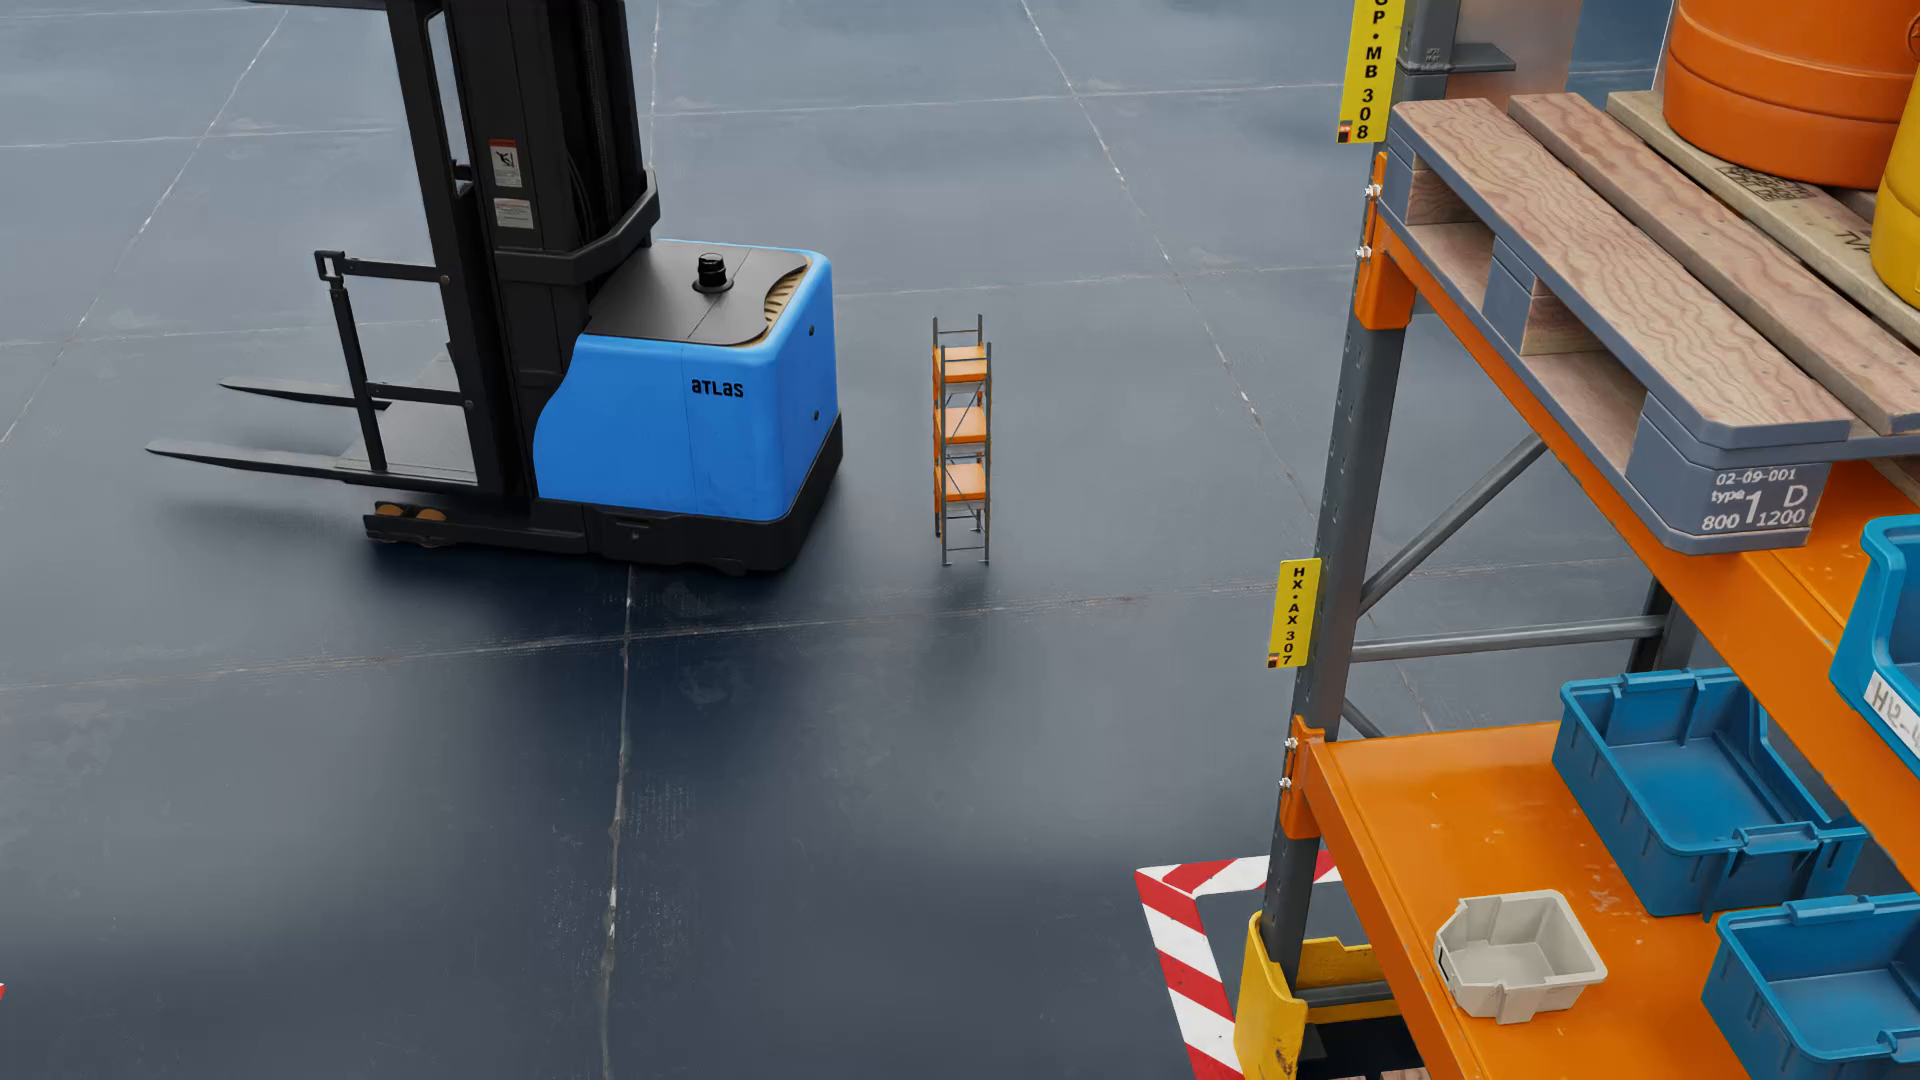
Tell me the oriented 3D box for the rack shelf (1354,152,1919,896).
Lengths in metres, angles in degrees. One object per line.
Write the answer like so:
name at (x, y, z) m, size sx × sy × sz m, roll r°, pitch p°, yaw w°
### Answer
rack shelf at (1.632, 0.431, 1.929) m, size 1.077 × 0.370 × 4.000 m, roll -4°, pitch 35°, yaw -6°

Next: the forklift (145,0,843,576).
forklift at (-2.109, -1.461, 6.792) m, size 3.031 × 2.935 × 1.130 m, roll 6°, pitch 35°, yaw 9°

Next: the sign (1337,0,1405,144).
sign at (0.818, -0.946, 3.304) m, size 0.100 × 0.325 × 0.005 m, roll -4°, pitch 35°, yaw -6°

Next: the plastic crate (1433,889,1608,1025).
plastic crate at (1.165, 0.890, 3.514) m, size 0.298 × 0.136 × 0.250 m, roll -4°, pitch 35°, yaw -6°

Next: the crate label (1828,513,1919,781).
crate label at (1.288, 0.149, 1.836) m, size 0.502 × 0.251 × 0.408 m, roll -4°, pitch 35°, yaw -6°

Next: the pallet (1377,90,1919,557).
pallet at (1.378, -0.435, 2.729) m, size 1.003 × 0.211 × 1.213 m, roll -4°, pitch 35°, yaw -6°

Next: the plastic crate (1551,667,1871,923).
plastic crate at (1.727, 0.576, 3.874) m, size 0.499 × 0.251 × 0.616 m, roll -4°, pitch 35°, yaw -6°

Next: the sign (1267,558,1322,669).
sign at (0.818, 0.182, 4.073) m, size 0.100 × 0.325 × 0.005 m, roll -4°, pitch 35°, yaw -6°

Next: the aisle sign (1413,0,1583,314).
aisle sign at (1.063, -0.835, 3.503) m, size 0.394 × 0.787 × 0.004 m, roll -4°, pitch 35°, yaw -6°

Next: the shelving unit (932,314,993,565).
shelving unit at (0.007, -0.404, 6.911) m, size 0.215 × 1.050 × 0.252 m, roll -4°, pitch 35°, yaw -6°

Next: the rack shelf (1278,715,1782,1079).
rack shelf at (1.632, 1.671, 2.773) m, size 1.077 × 0.370 × 4.000 m, roll -4°, pitch 35°, yaw -6°

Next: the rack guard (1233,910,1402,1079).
rack guard at (1.420, 1.329, 4.855) m, size 1.175 × 0.500 × 0.348 m, roll -4°, pitch 35°, yaw -6°

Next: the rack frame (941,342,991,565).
rack frame at (0.024, -0.336, 6.811) m, size 0.200 × 1.050 × 0.008 m, roll -4°, pitch 35°, yaw -6°

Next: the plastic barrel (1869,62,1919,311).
plastic barrel at (1.642, -0.607, 2.273) m, size 0.600 × 0.588 × 0.600 m, roll 0°, pitch 34°, yaw 0°

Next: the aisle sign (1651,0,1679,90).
aisle sign at (1.648, -0.879, 3.568) m, size 0.394 × 0.787 × 0.004 m, roll -4°, pitch 35°, yaw -6°

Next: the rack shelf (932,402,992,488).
rack shelf at (0.007, -0.395, 6.916) m, size 0.215 × 0.259 × 0.240 m, roll -4°, pitch 35°, yaw -6°

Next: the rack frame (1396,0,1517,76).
rack frame at (1.363, -2.222, 2.519) m, size 1.000 × 3.000 × 0.127 m, roll -4°, pitch 35°, yaw -6°

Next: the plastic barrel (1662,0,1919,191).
plastic barrel at (1.555, -1.071, 2.741) m, size 0.600 × 0.830 × 0.708 m, roll -4°, pitch 35°, yaw -6°

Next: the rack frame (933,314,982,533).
rack frame at (-0.009, -0.472, 7.010) m, size 0.200 × 1.050 × 0.008 m, roll -4°, pitch 35°, yaw -6°

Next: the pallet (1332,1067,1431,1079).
pallet at (1.524, 1.902, 4.271) m, size 1.003 × 0.211 × 1.213 m, roll -4°, pitch 35°, yaw -6°

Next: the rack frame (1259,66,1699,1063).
rack frame at (1.363, 0.258, 4.209) m, size 1.000 × 3.000 × 0.127 m, roll -4°, pitch 35°, yaw -6°

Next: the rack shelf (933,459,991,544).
rack shelf at (0.007, -0.166, 7.073) m, size 0.215 × 0.259 × 0.240 m, roll -4°, pitch 35°, yaw -6°

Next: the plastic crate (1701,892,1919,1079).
plastic crate at (1.809, 0.938, 3.341) m, size 0.499 × 0.251 × 0.408 m, roll -4°, pitch 35°, yaw -6°

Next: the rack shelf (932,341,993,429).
rack shelf at (0.007, -0.630, 6.757) m, size 0.215 × 0.259 × 0.240 m, roll -4°, pitch 35°, yaw -6°
